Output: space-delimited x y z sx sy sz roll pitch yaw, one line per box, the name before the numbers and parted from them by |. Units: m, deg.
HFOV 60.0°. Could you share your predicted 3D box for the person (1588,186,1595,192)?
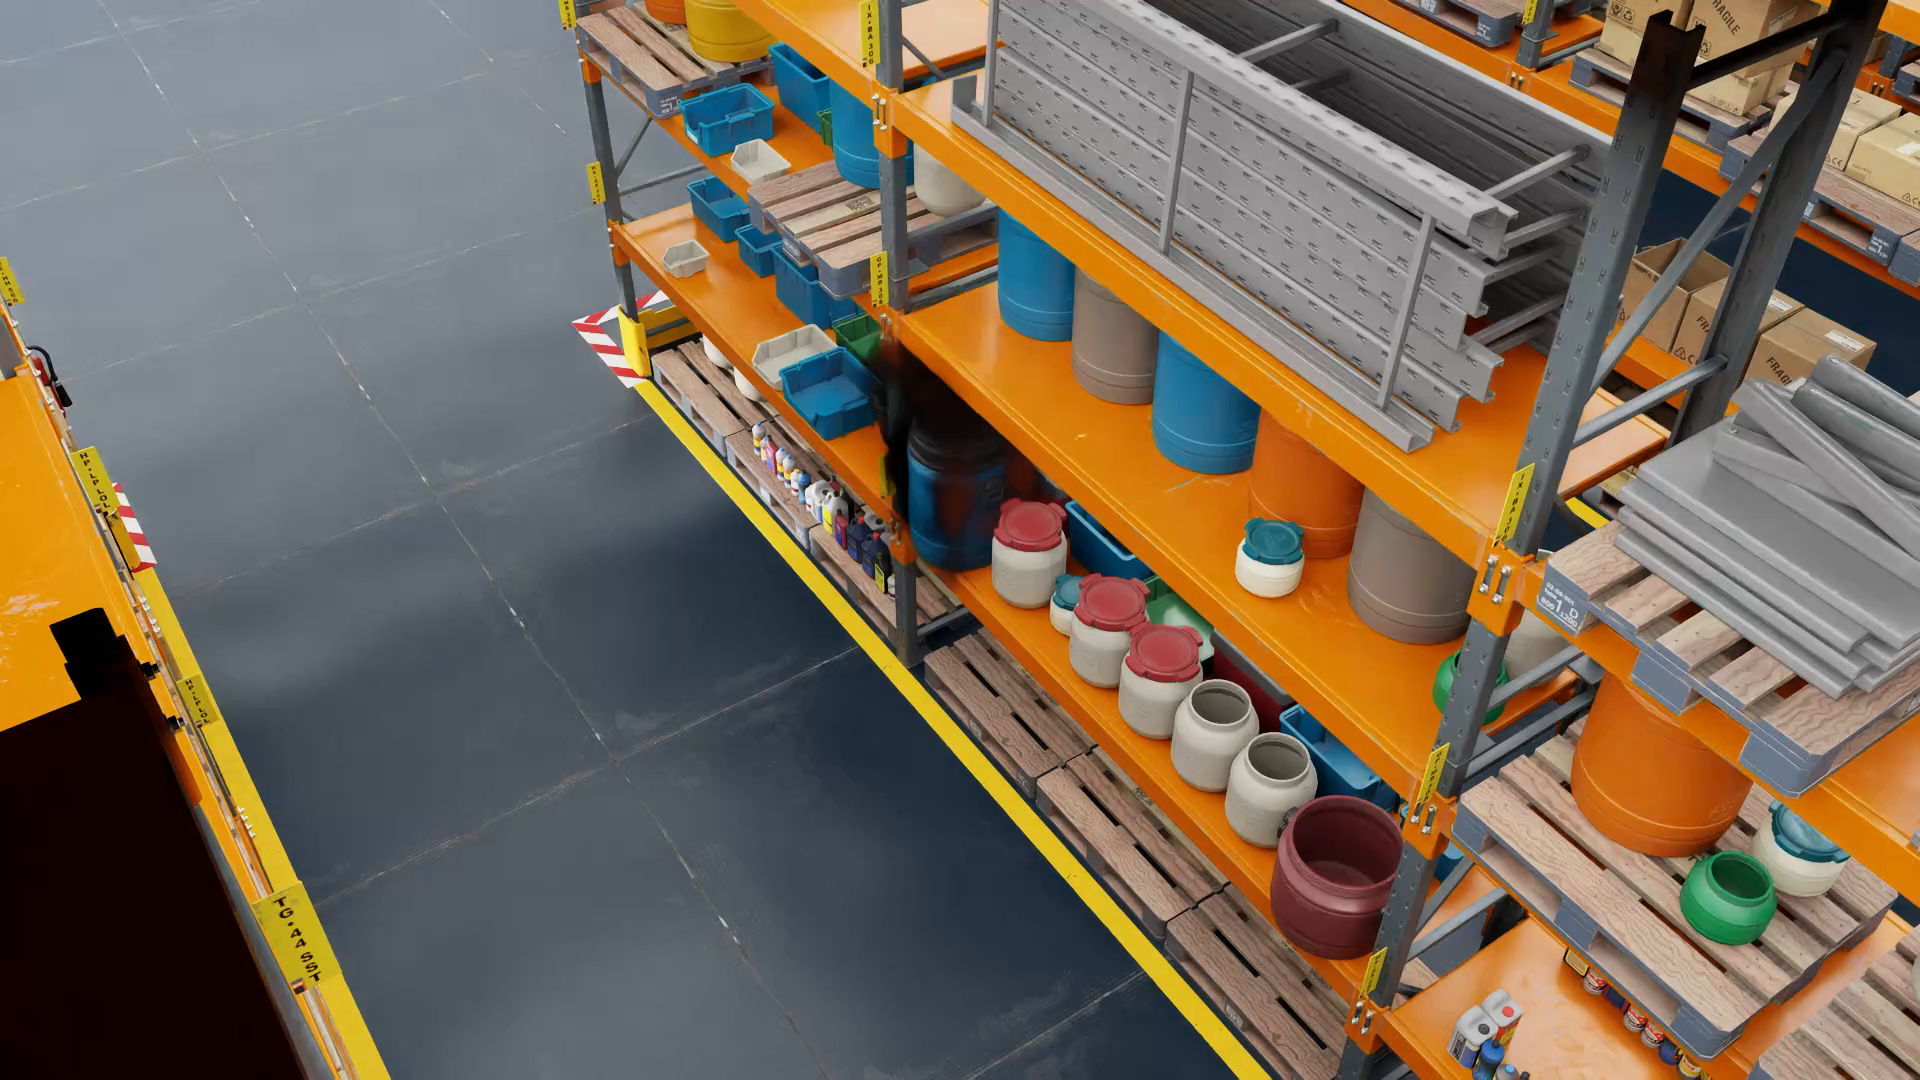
person | 5.276 -2.766 13.547 0.558 1.679 0.486 1 43 1
